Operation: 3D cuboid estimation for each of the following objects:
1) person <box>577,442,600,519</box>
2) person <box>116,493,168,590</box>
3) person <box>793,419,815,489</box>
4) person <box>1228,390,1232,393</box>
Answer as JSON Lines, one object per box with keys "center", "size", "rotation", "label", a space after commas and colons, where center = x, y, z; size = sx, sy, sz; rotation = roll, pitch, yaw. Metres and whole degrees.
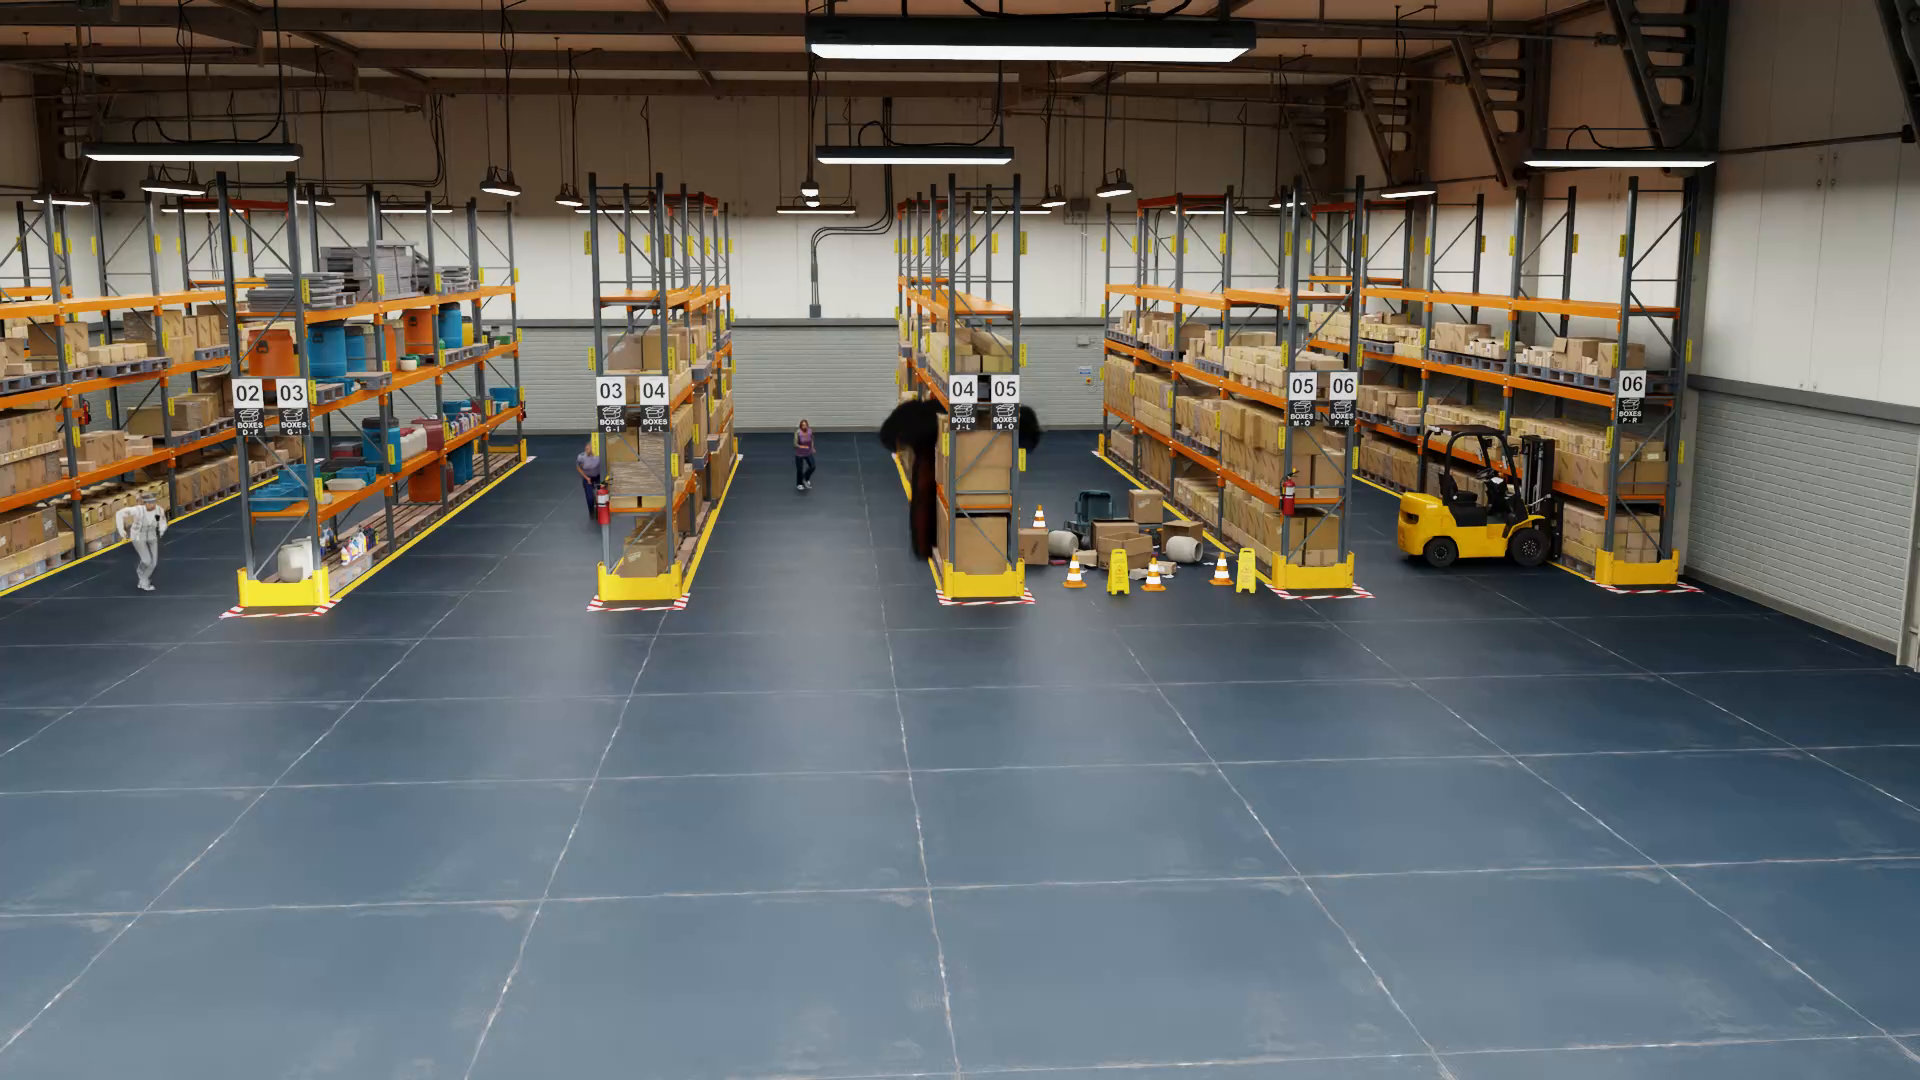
{"center": [-6.795, -1.116, 30.763], "size": [0.586, 1.489, 0.829], "rotation": [-4, 11, -20], "label": "person"}
{"center": [-11.899, 0.033, 24.218], "size": [0.642, 1.495, 0.817], "rotation": [-10, 14, -44], "label": "person"}
{"center": [-3.208, -1.757, 34.311], "size": [0.538, 1.497, 0.829], "rotation": [-4, 11, -23], "label": "person"}
{"center": [6.438, -2.750, 39.239], "size": [0.682, 1.762, 0.886], "rotation": [-9, 13, -40], "label": "person"}
